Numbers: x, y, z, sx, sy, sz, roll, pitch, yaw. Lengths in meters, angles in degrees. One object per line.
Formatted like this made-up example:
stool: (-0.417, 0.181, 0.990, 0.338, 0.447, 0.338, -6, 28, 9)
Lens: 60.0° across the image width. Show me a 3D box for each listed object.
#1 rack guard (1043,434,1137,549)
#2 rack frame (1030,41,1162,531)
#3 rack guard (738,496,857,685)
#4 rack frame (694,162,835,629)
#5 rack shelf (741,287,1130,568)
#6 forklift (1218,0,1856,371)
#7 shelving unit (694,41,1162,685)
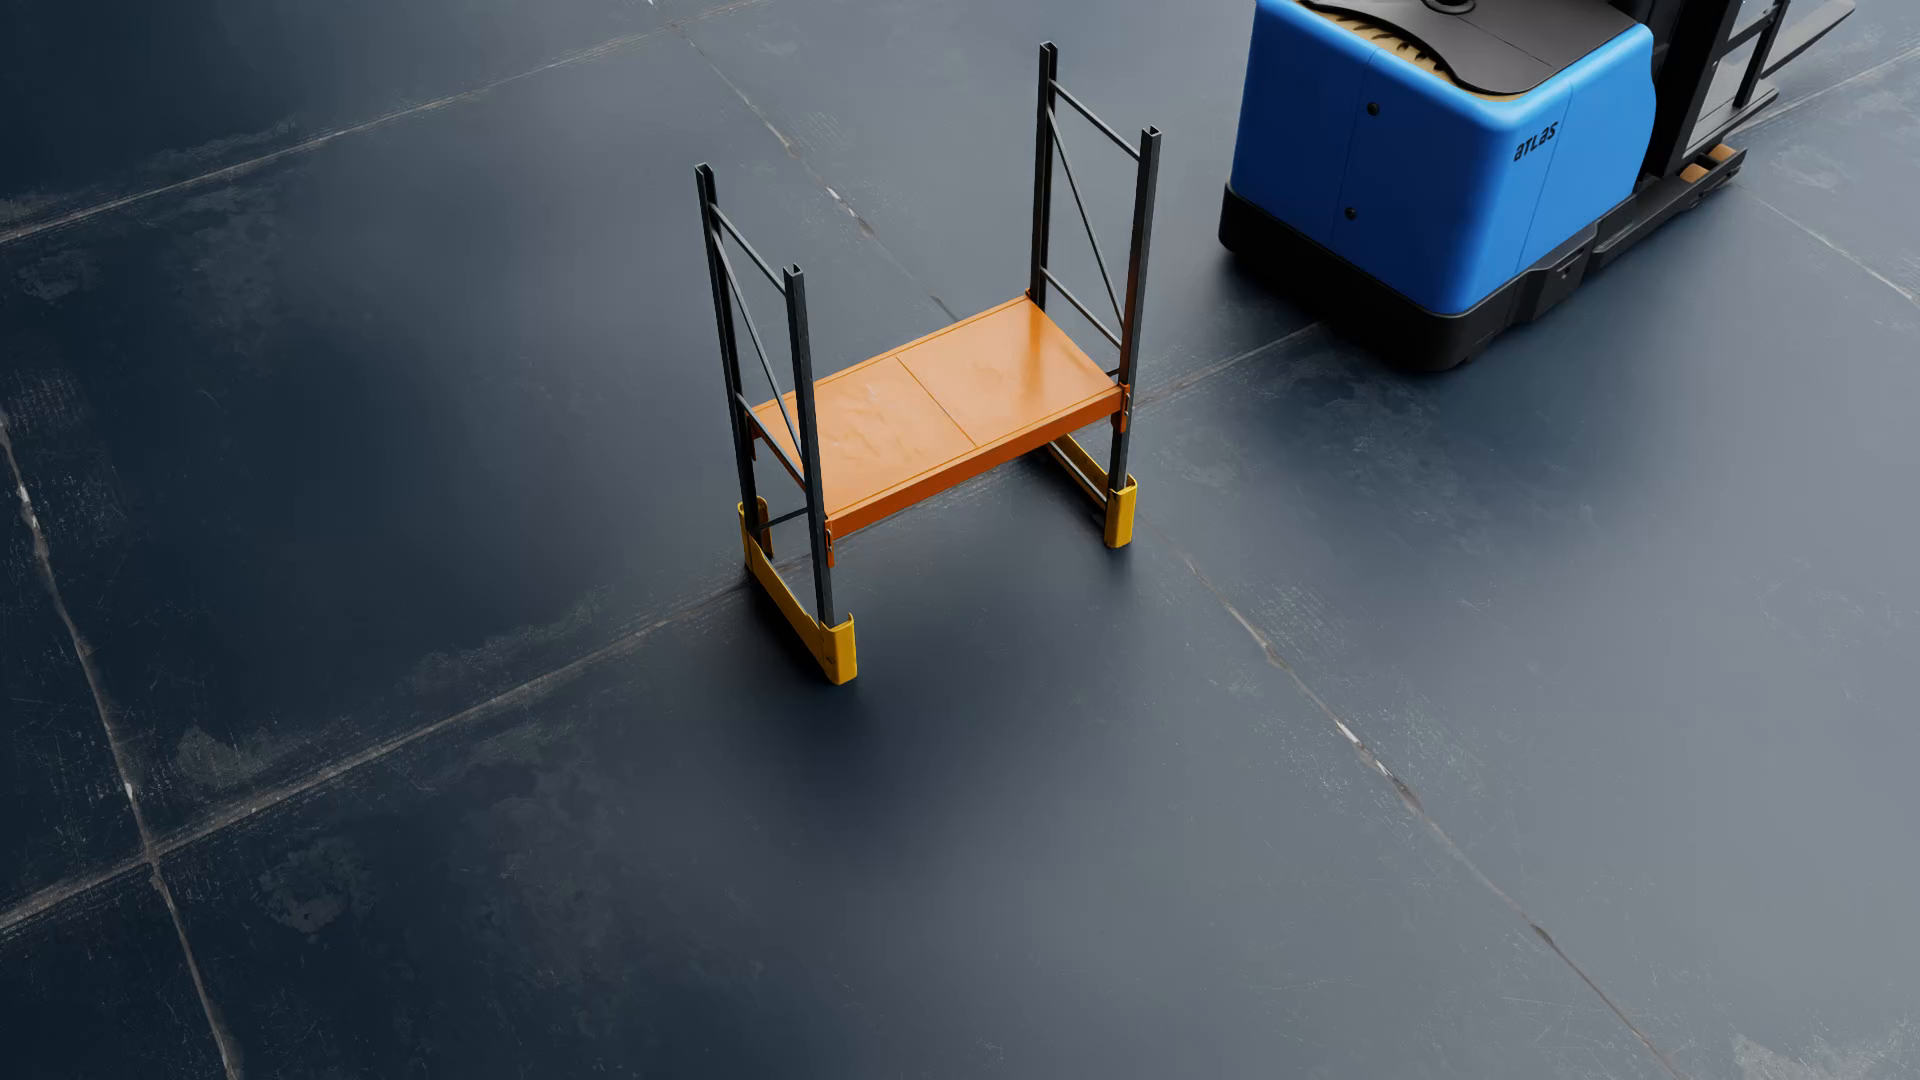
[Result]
rack guard: (0.357, -0.251, 5.306, 0.087, 0.250, 0.587, -25, 53, -21)
rack frame: (0.358, -0.667, 4.840, 0.032, 1.500, 0.500, -25, 53, -21)
rack guard: (-0.486, 0.146, 4.953, 0.087, 0.250, 0.587, -25, 53, -21)
rack frame: (-0.502, -0.262, 4.479, 0.032, 1.500, 0.500, -25, 53, -21)
rack shelf: (-0.072, -0.345, 4.794, 1.000, 0.185, 0.538, -25, 53, -21)
forklift: (2.394, -2.510, 5.523, 3.031, 2.935, 1.130, -33, 56, -26)
shelving unit: (-0.064, -0.468, 4.663, 1.083, 1.500, 0.587, -25, 53, -21)
